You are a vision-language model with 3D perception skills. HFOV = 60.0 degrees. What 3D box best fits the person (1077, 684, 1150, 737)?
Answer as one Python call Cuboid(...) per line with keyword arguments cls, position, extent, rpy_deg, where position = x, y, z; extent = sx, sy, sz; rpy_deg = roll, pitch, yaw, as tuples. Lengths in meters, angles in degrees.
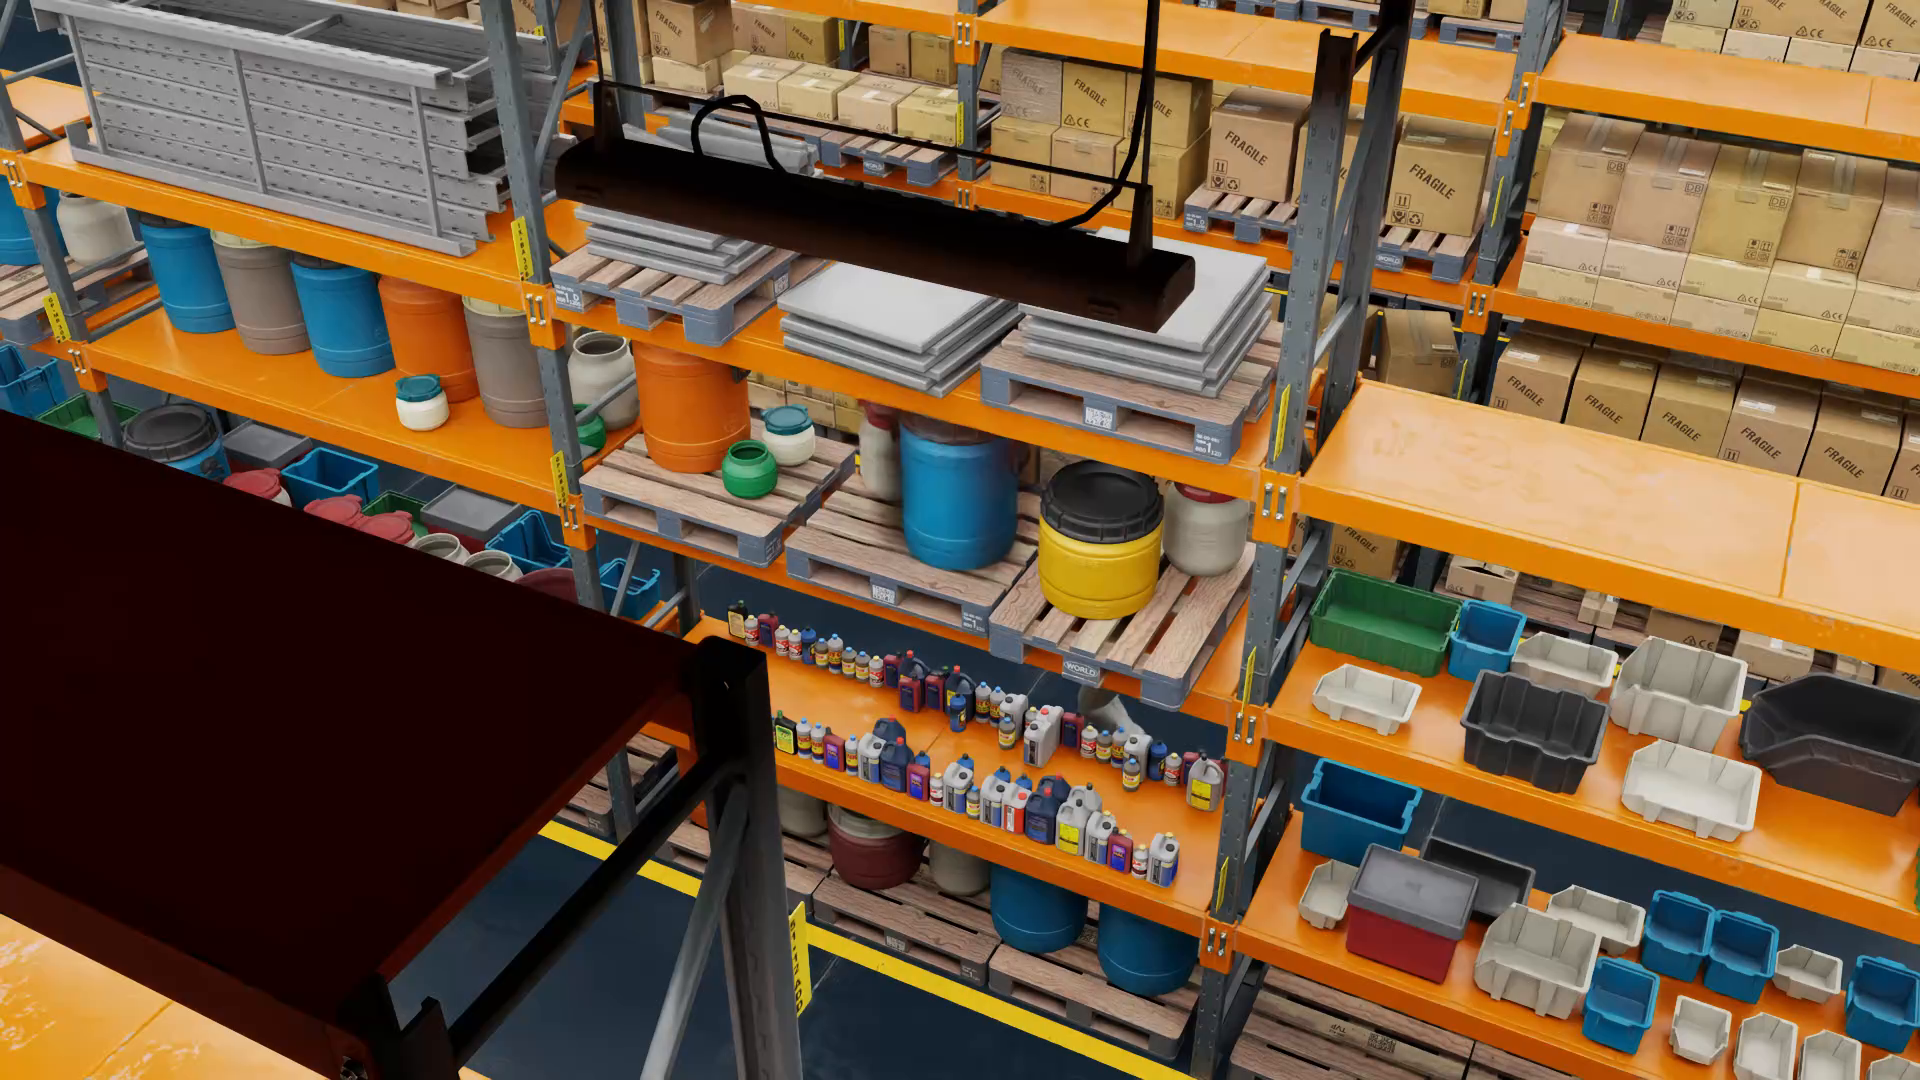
Cuboid(cls="person", position=(1.028, 0.798, 11.111), extent=(0.603, 1.622, 0.572), rpy_deg=(17, 39, 23))
